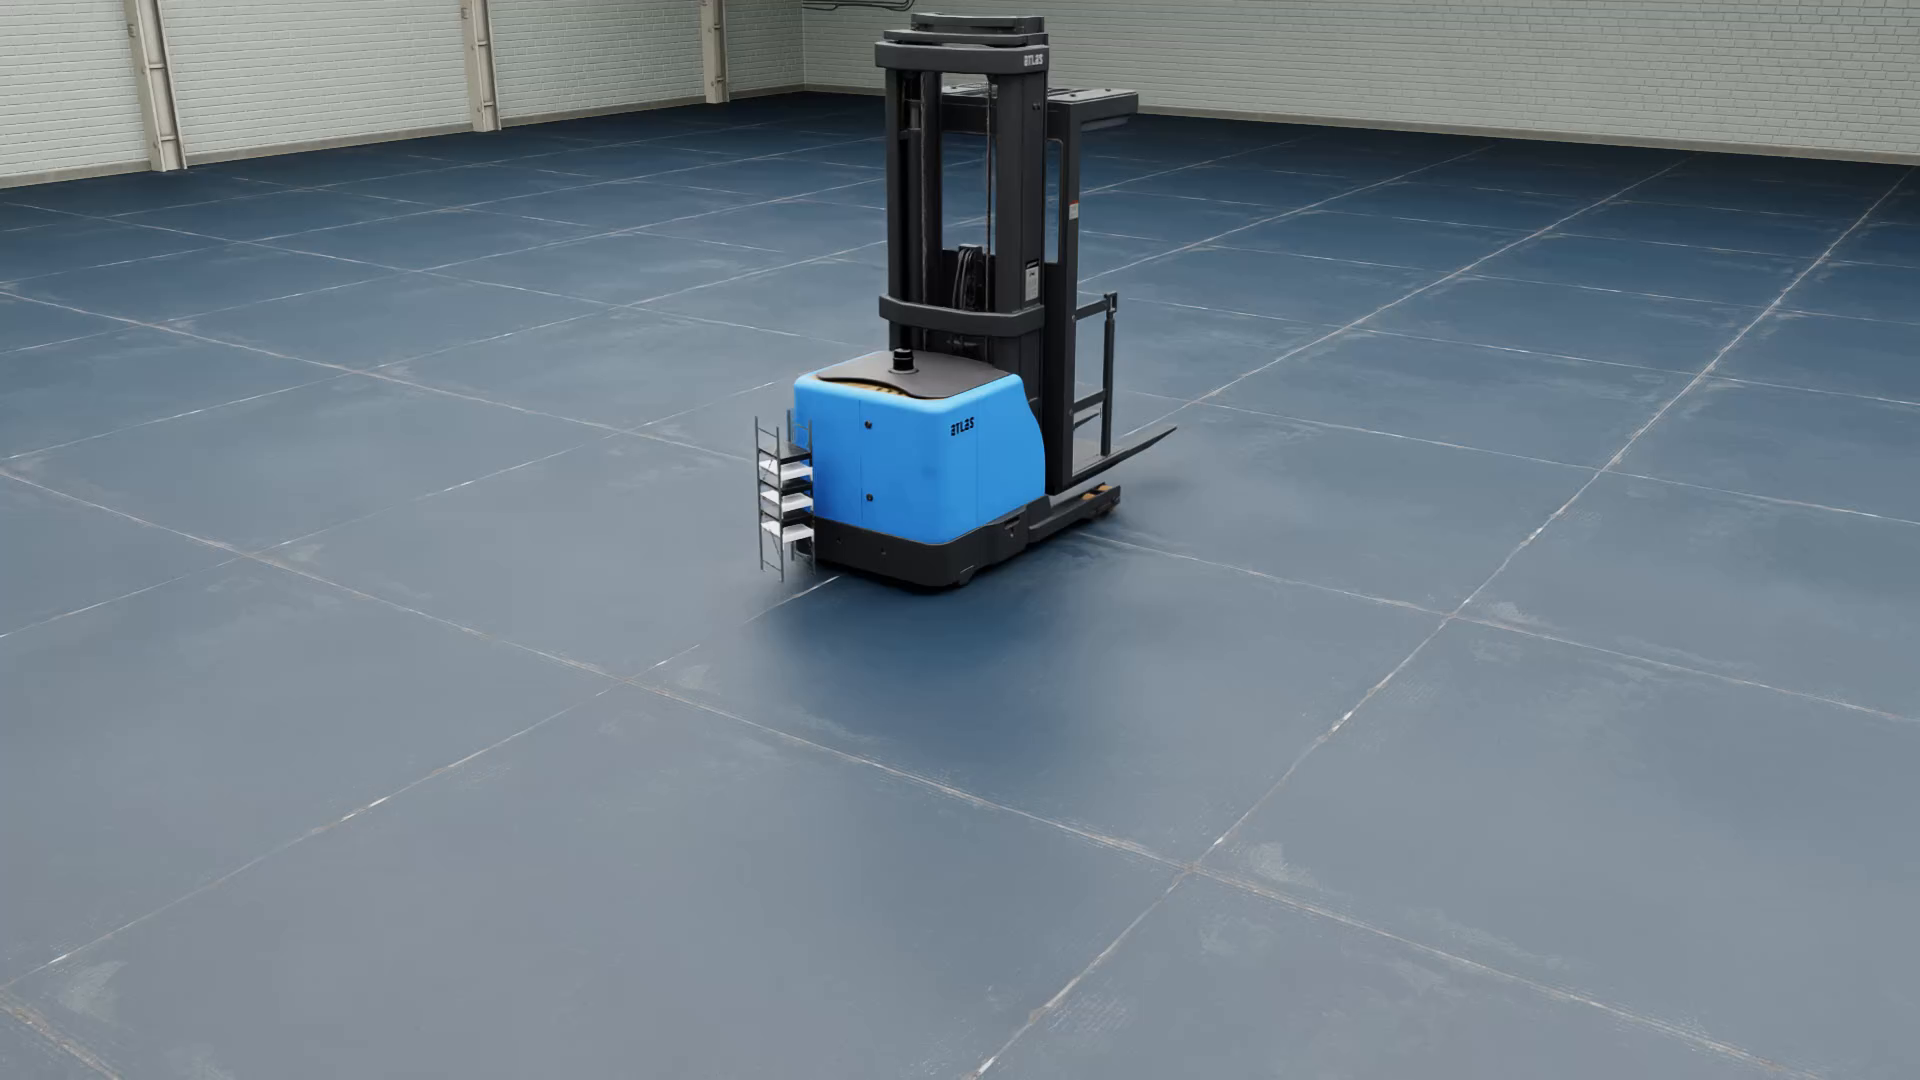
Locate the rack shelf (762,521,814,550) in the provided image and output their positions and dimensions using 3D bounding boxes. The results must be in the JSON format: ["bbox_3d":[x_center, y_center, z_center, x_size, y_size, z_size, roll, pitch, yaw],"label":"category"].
[{"bbox_3d":[-0.957,-0.041,9.176,0.200,0.077,0.258,-16,27,-35],"label":"rack shelf"}]

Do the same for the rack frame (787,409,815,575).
[{"bbox_3d":[-0.874,-0.261,9.153,0.006,0.900,0.240,-16,27,-35],"label":"rack frame"}]

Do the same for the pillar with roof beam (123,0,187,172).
[{"bbox_3d":[-8.129,-8.861,20.748,9.100,9.000,0.400,13,24,32],"label":"pillar with roof beam"}]

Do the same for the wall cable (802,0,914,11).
[{"bbox_3d":[-2.194,-12.274,34.453,3.097,2.526,0.112,13,24,32],"label":"wall cable"}]

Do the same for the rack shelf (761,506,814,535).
[{"bbox_3d":[-0.956,-0.124,9.142,0.200,0.077,0.258,-16,27,-35],"label":"rack shelf"}]

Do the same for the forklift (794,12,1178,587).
[{"bbox_3d":[0.330,-1.577,9.802,1.130,2.935,3.031,14,24,33],"label":"forklift"}]

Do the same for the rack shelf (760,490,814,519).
[{"bbox_3d":[-0.955,-0.207,9.108,0.200,0.077,0.258,-16,27,-35],"label":"rack shelf"}]

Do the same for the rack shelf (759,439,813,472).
[{"bbox_3d":[-0.952,-0.457,9.006,0.200,0.077,0.258,-16,27,-35],"label":"rack shelf"}]

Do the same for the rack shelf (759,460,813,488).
[{"bbox_3d":[-0.953,-0.374,9.040,0.200,0.077,0.258,-16,27,-35],"label":"rack shelf"}]

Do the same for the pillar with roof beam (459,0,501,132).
[{"bbox_3d":[-4.756,-10.582,25.402,9.100,9.000,0.400,13,24,32],"label":"pillar with roof beam"}]

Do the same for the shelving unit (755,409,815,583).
[{"bbox_3d":[-0.955,-0.238,9.096,0.210,0.900,0.258,-16,27,-35],"label":"shelving unit"}]

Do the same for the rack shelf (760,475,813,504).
[{"bbox_3d":[-0.954,-0.291,9.074,0.200,0.077,0.258,-16,27,-35],"label":"rack shelf"}]

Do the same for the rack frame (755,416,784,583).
[{"bbox_3d":[-1.035,-0.216,9.038,0.006,0.900,0.240,-16,27,-35],"label":"rack frame"}]

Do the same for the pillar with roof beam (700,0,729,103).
[{"bbox_3d":[-1.383,-12.304,30.056,9.100,9.000,0.400,13,24,32],"label":"pillar with roof beam"}]
